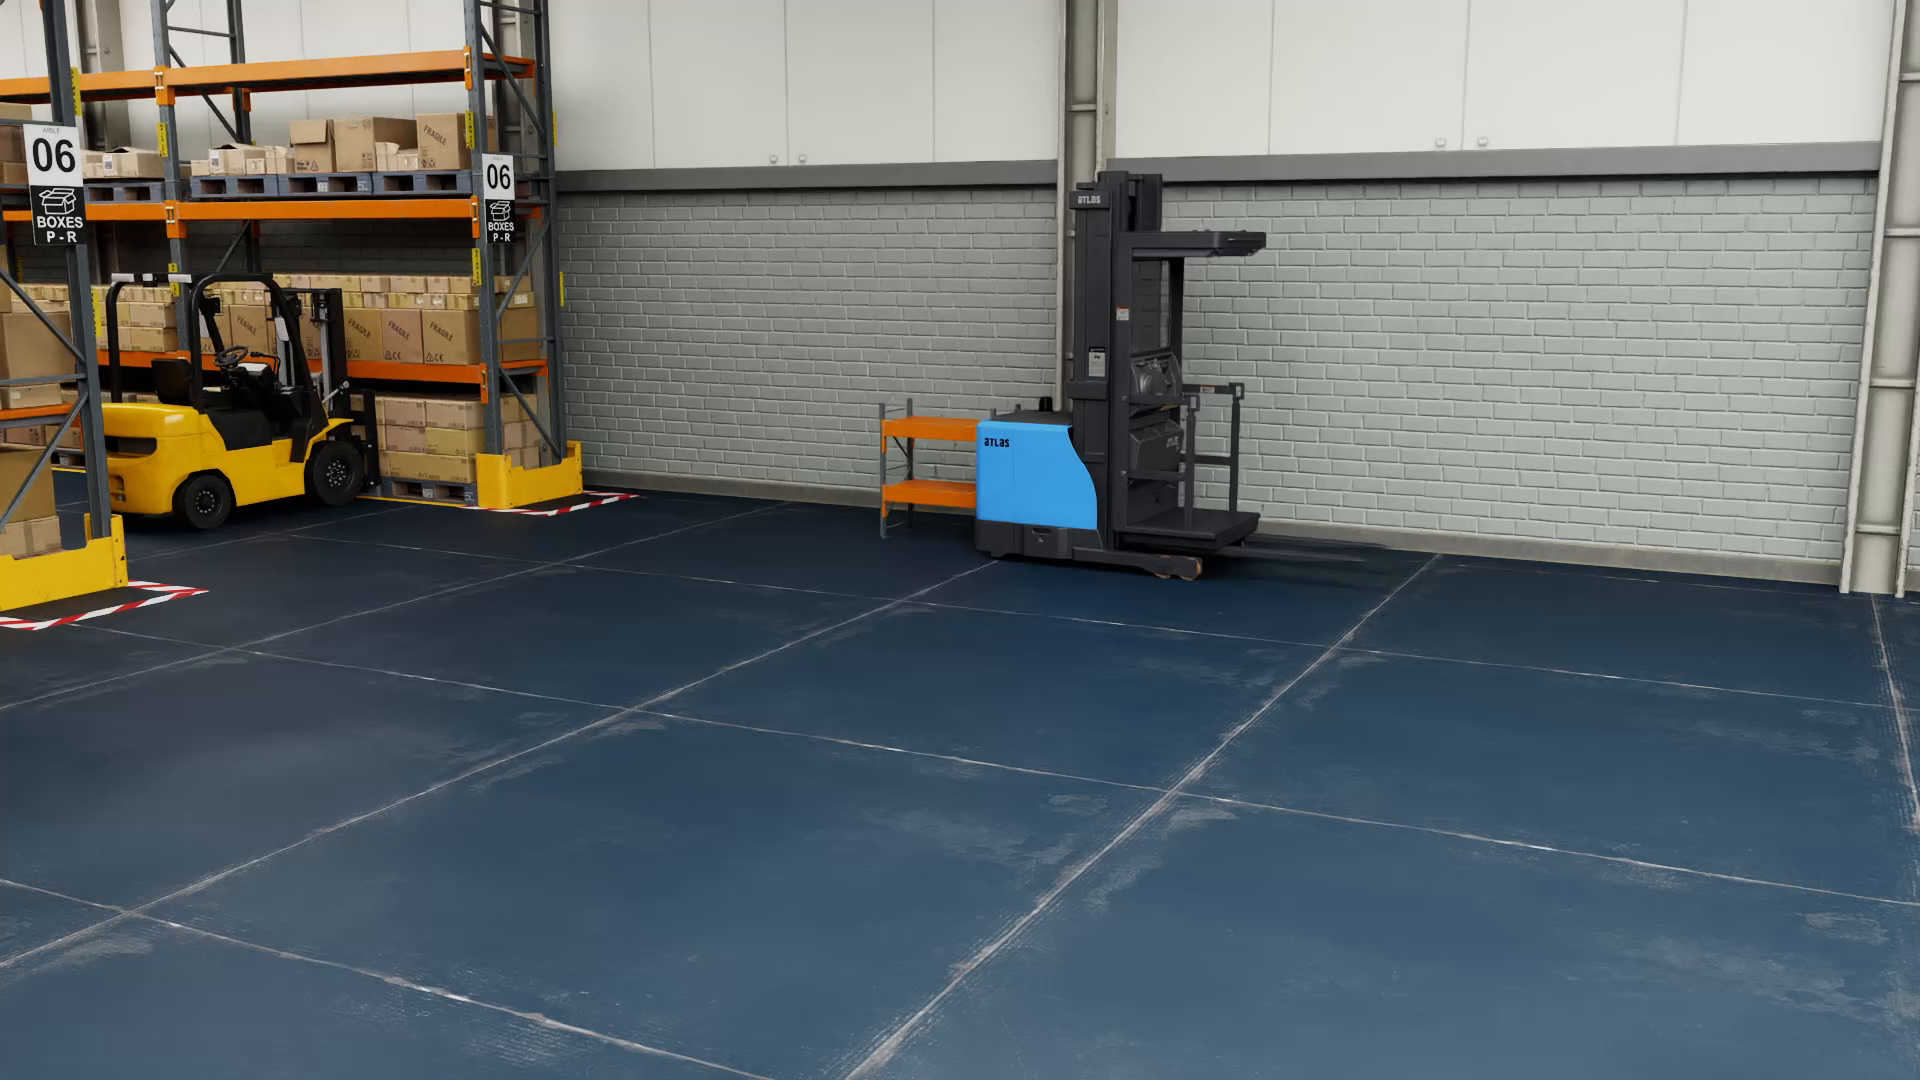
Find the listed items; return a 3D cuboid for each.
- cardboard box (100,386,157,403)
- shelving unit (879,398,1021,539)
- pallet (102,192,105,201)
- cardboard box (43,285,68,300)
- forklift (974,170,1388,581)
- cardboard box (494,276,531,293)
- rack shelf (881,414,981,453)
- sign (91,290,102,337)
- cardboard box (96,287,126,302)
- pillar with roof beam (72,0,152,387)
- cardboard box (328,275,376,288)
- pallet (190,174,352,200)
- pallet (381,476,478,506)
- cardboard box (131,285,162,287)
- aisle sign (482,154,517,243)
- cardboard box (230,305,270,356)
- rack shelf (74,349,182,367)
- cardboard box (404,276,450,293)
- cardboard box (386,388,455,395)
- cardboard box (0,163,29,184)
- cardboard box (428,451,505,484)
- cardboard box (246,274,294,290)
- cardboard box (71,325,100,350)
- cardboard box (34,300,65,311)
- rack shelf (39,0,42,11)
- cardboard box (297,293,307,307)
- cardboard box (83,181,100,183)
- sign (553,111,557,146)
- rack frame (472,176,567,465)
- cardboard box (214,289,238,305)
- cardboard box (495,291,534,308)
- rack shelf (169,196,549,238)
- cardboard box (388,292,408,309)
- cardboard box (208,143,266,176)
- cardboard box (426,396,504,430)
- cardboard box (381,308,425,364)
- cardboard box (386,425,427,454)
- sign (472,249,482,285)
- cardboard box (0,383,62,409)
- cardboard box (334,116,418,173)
[{"bbox_3d":[-8.857,-1.318,18.080,0.625,0.625,0.875,5,11,25],"label":"cardboard box"},{"bbox_3d":[-0.081,-0.563,13.680,1.048,1.125,0.538,5,12,28],"label":"shelving unit"},{"bbox_3d":[-9.626,-3.750,18.134,1.213,0.211,1.003,6,12,28],"label":"pallet"},{"bbox_3d":[-9.685,-2.685,18.039,0.250,0.149,0.380,5,11,26],"label":"cardboard box"},{"bbox_3d":[1.657,-1.254,12.432,3.031,2.935,1.130,5,12,28],"label":"forklift"},{"bbox_3d":[-4.311,-2.439,15.844,0.250,0.149,0.380,5,11,25],"label":"cardboard box"},{"bbox_3d":[-0.081,-0.851,13.628,1.000,0.278,0.538,5,12,28],"label":"rack shelf"},{"bbox_3d":[-6.057,-1.583,11.622,0.005,0.325,0.100,5,11,26],"label":"sign"},{"bbox_3d":[-8.826,-2.583,17.477,0.250,0.149,0.380,5,11,24],"label":"cardboard box"},{"bbox_3d":[-11.616,-4.799,14.980,0.400,9.000,9.100,5,11,26],"label":"pillar with roof beam"},{"bbox_3d":[-5.897,-2.492,16.142,0.250,0.149,0.380,5,11,27],"label":"cardboard box"},{"bbox_3d":[-6.915,-3.548,16.736,1.213,0.211,1.003,5,11,26],"label":"pallet"},{"bbox_3d":[-4.809,-0.545,16.147,1.213,0.211,1.003,5,11,26],"label":"pallet"},{"bbox_3d":[-8.803,-2.699,18.116,0.250,0.149,0.380,5,11,26],"label":"cardboard box"},{"bbox_3d":[-4.176,-3.090,15.083,0.004,0.787,0.394,5,11,26],"label":"aisle sign"},{"bbox_3d":[-6.935,-2.113,16.699,0.500,0.500,0.500,5,12,27],"label":"cardboard box"},{"bbox_3d":[-9.485,-1.982,18.279,4.000,0.370,1.077,5,11,26],"label":"rack shelf"},{"bbox_3d":[-5.001,-2.403,15.649,0.250,0.149,0.380,5,12,27],"label":"cardboard box"},{"bbox_3d":[-5.345,-1.357,16.539,0.500,0.250,0.500,5,11,25],"label":"cardboard box"},{"bbox_3d":[-6.451,-2.501,11.407,0.250,0.149,0.380,5,11,26],"label":"cardboard box"},{"bbox_3d":[-4.666,-0.703,15.736,0.500,0.250,0.500,5,11,26],"label":"cardboard box"},{"bbox_3d":[-6.844,-2.559,16.510,0.250,0.149,0.380,5,12,27],"label":"cardboard box"},{"bbox_3d":[-9.144,-2.185,17.803,0.500,0.250,0.500,5,11,26],"label":"cardboard box"},{"bbox_3d":[-9.610,-2.472,17.983,0.500,0.250,0.500,5,11,27],"label":"cardboard box"},{"bbox_3d":[-8.091,-3.824,11.621,4.000,0.370,1.077,5,11,26],"label":"rack shelf"},{"bbox_3d":[-6.387,-2.374,16.324,0.250,0.149,0.380,5,11,24],"label":"cardboard box"},{"bbox_3d":[-9.709,-4.015,18.268,0.250,0.166,0.380,5,11,26],"label":"cardboard box"},{"bbox_3d":[-3.854,-3.896,15.737,0.005,0.325,0.100,5,11,26],"label":"sign"},{"bbox_3d":[-4.104,-1.863,15.602,0.127,3.000,1.000,5,11,26],"label":"rack frame"},{"bbox_3d":[-7.289,-2.459,16.795,0.250,0.149,0.380,5,12,27],"label":"cardboard box"},{"bbox_3d":[-4.294,-2.300,15.912,0.250,0.149,0.380,5,11,24],"label":"cardboard box"},{"bbox_3d":[-5.898,-3.143,16.270,4.000,0.370,1.077,5,11,26],"label":"rack shelf"},{"bbox_3d":[-5.205,-2.281,15.809,0.250,0.149,0.380,5,11,25],"label":"cardboard box"},{"bbox_3d":[-7.053,-3.762,16.461,0.500,0.311,0.500,5,12,27],"label":"cardboard box"},{"bbox_3d":[-4.655,-1.195,15.646,0.500,0.250,0.500,5,12,28],"label":"cardboard box"},{"bbox_3d":[-5.123,-1.952,15.810,0.500,0.500,0.500,5,12,28],"label":"cardboard box"},{"bbox_3d":[-5.124,-0.992,15.929,0.500,0.250,0.500,5,11,25],"label":"cardboard box"},{"bbox_3d":[-4.357,-2.464,15.005,0.005,0.325,0.100,5,11,26],"label":"sign"},{"bbox_3d":[-6.510,-1.006,11.573,0.250,0.149,0.380,5,11,26],"label":"cardboard box"},{"bbox_3d":[-5.484,-3.737,15.792,0.500,0.500,0.700,5,11,26],"label":"cardboard box"}]
